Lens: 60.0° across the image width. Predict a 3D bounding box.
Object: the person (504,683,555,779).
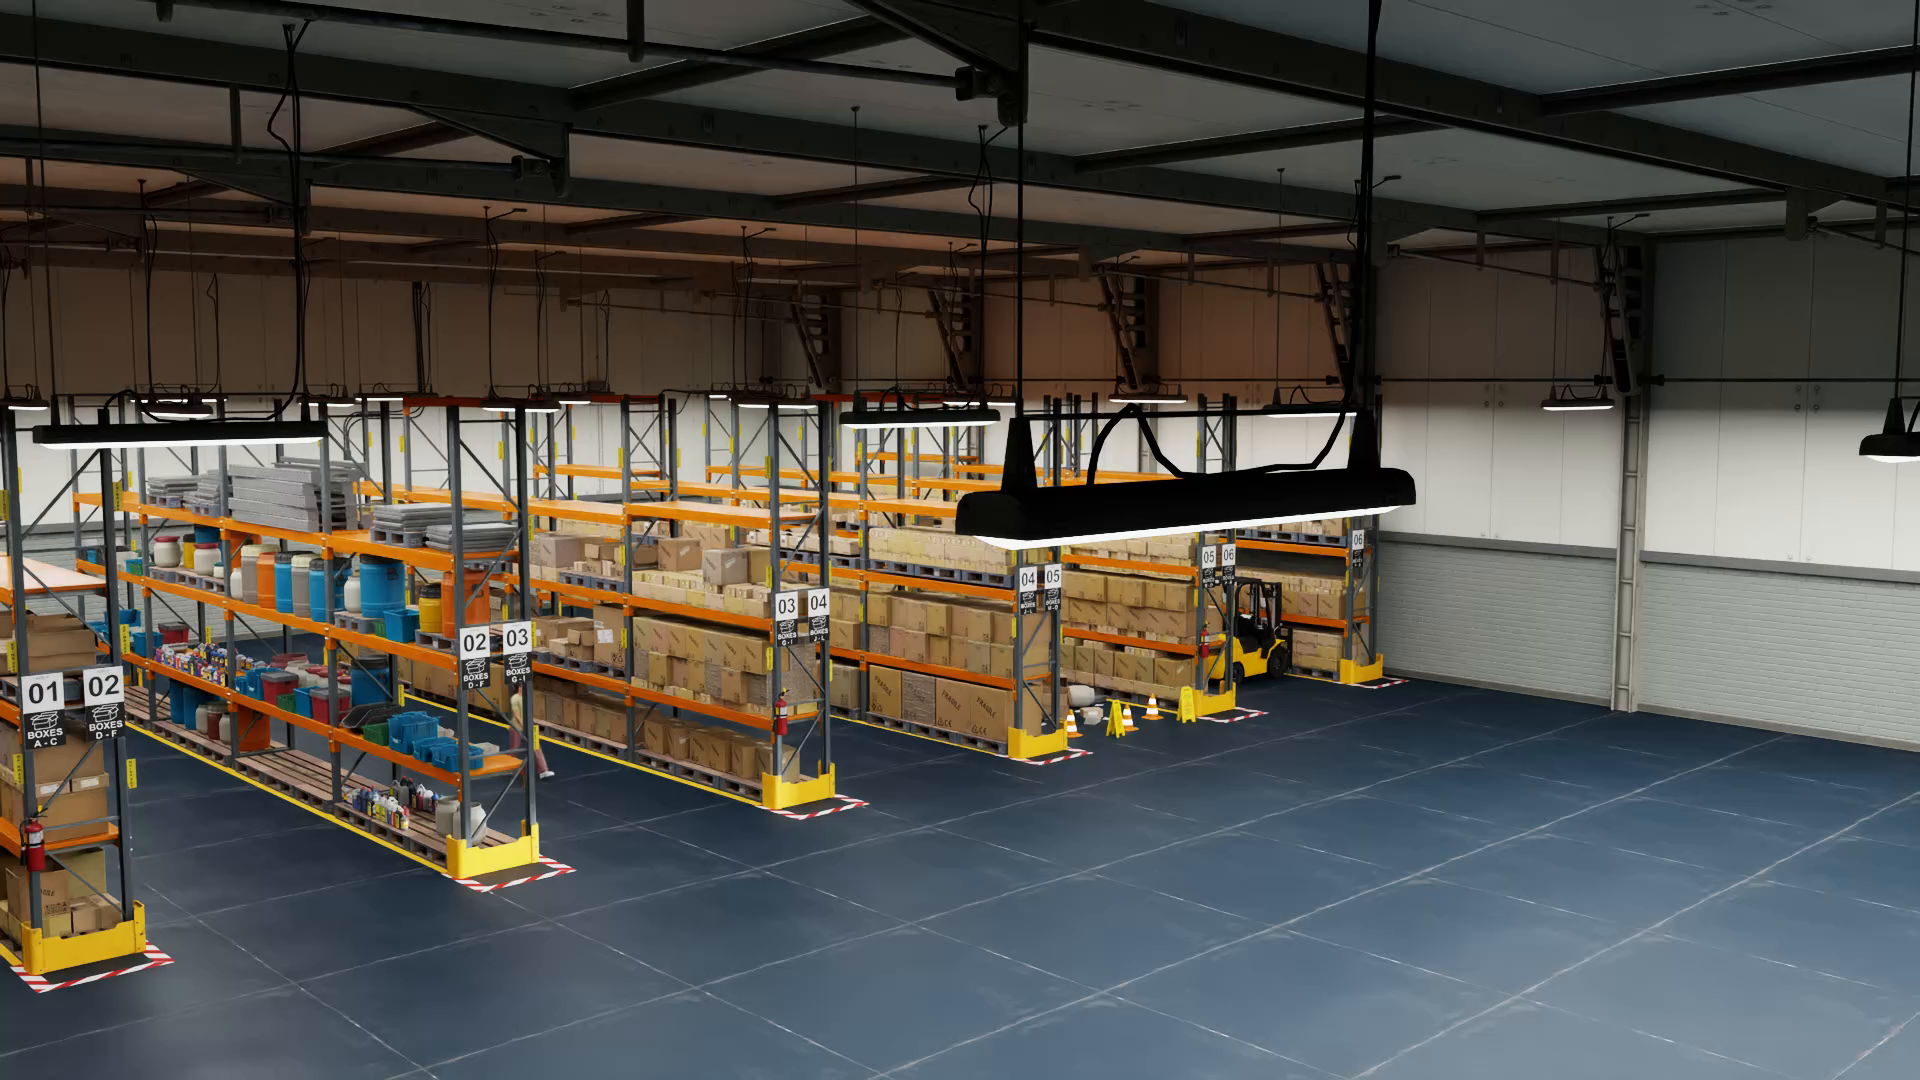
[{"bbox_3d":[-6.889,2.978,26.351,1.094,1.587,0.424,3,6,28],"label":"person"}]
